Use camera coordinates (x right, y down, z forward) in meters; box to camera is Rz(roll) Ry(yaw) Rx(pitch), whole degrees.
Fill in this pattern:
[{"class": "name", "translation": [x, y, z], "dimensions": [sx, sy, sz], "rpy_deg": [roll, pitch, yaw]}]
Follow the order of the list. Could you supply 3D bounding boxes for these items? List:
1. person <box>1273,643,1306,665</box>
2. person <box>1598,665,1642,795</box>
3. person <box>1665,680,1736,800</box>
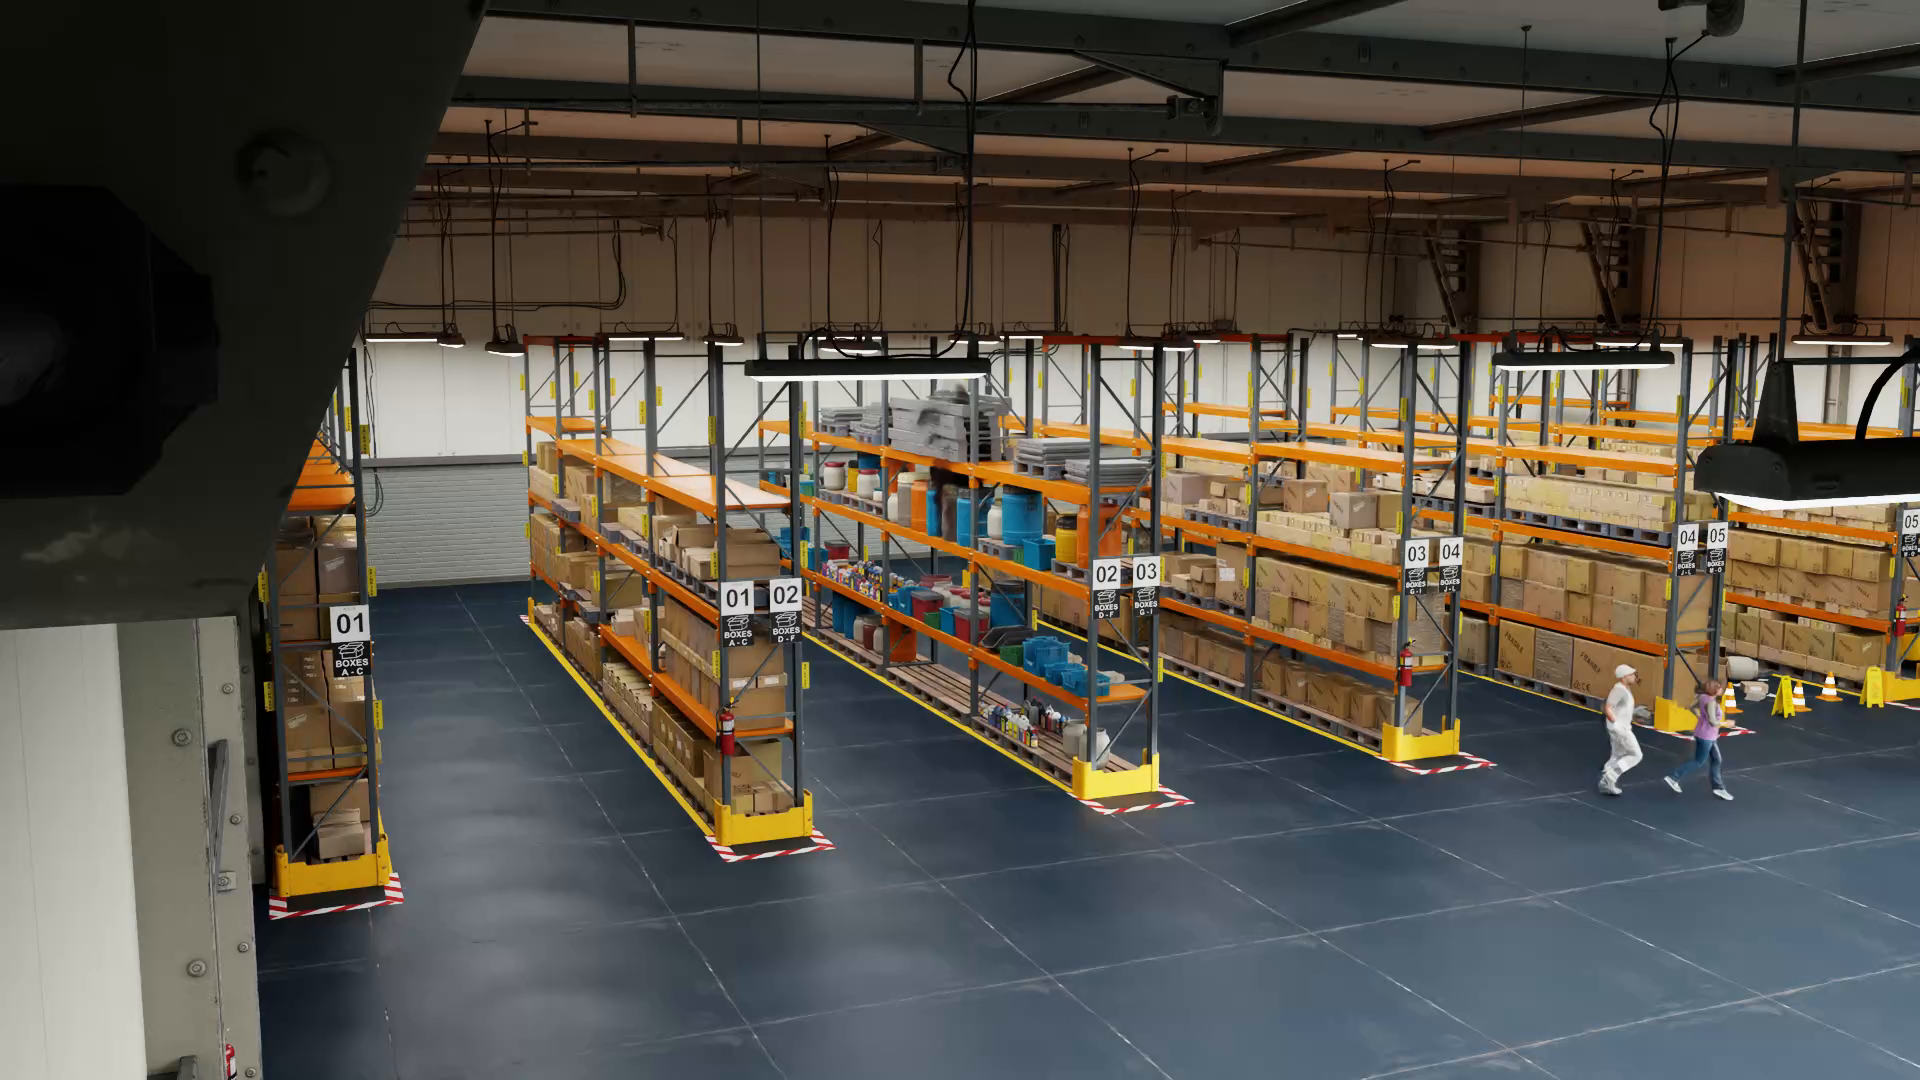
[{"class": "person", "translation": [6.177, 1.407, 30.708], "dimensions": [0.662, 1.760, 0.887], "rpy_deg": [-3, 8, -24]}, {"class": "person", "translation": [8.816, 2.518, 22.147], "dimensions": [0.528, 1.748, 0.631], "rpy_deg": [2, 8, 17]}, {"class": "person", "translation": [9.794, 2.630, 21.975], "dimensions": [0.884, 1.612, 0.550], "rpy_deg": [2, 8, 15]}]
